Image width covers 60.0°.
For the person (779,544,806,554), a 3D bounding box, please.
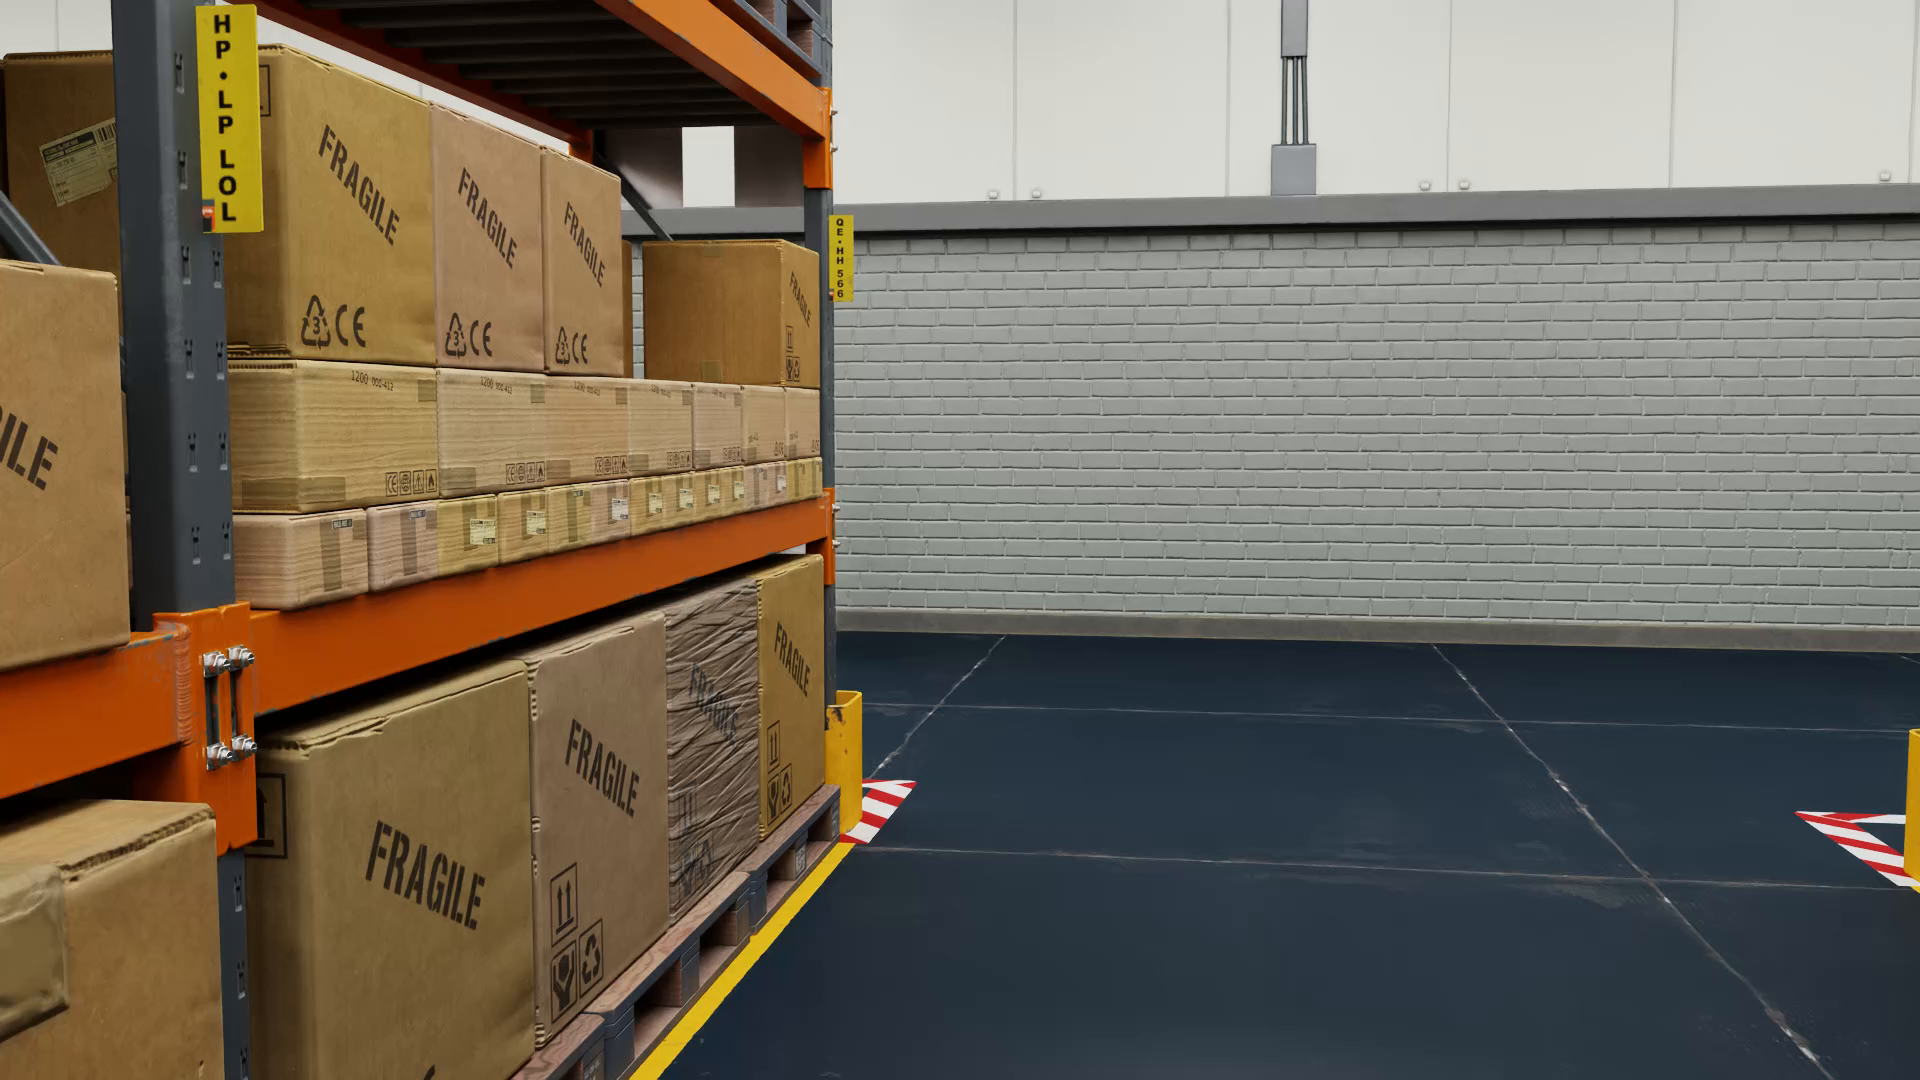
[{"bbox_3d":[-1.042,-0.112,10.904,0.359,1.782,0.545,1,4,10],"label":"person"}]
